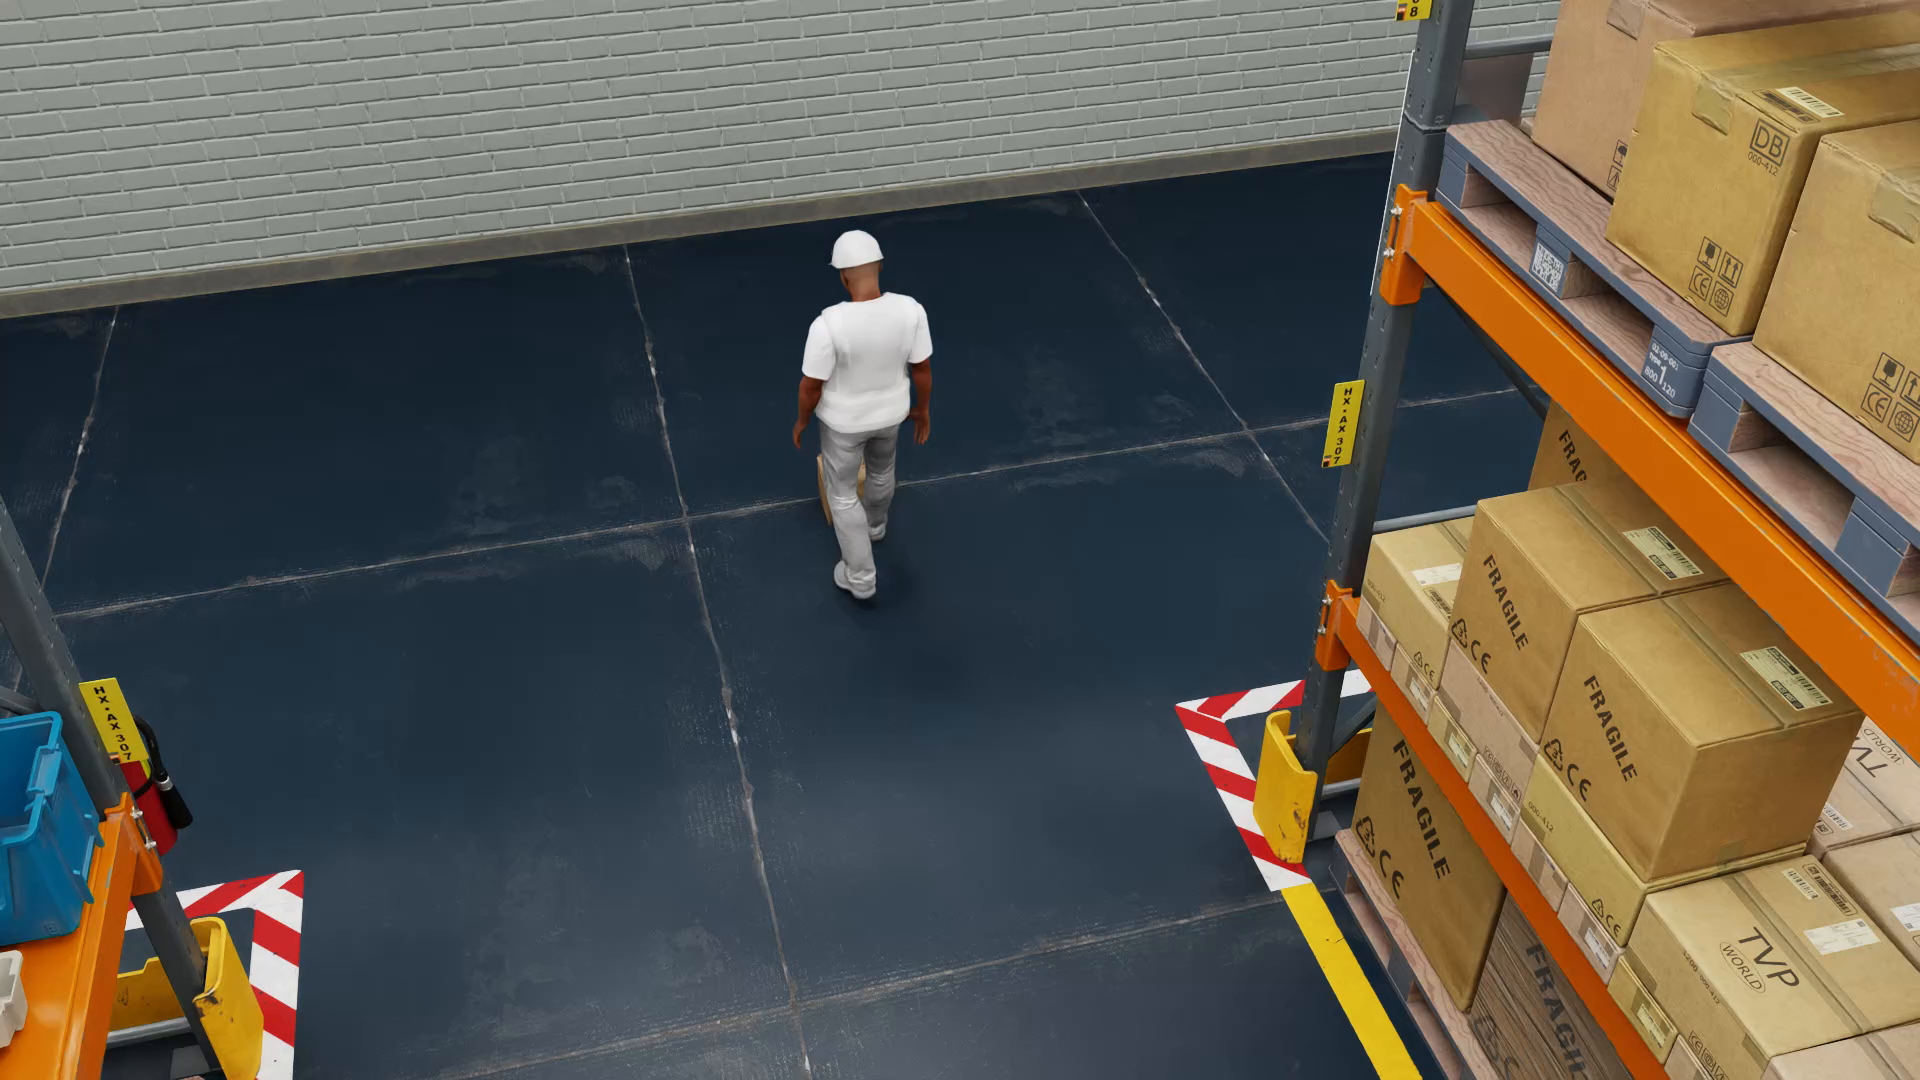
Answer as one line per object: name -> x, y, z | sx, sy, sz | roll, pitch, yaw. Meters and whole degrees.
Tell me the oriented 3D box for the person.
person -> -0.469, -0.604, 7.456 | 0.617, 1.752, 0.772 | -15, 40, -18
